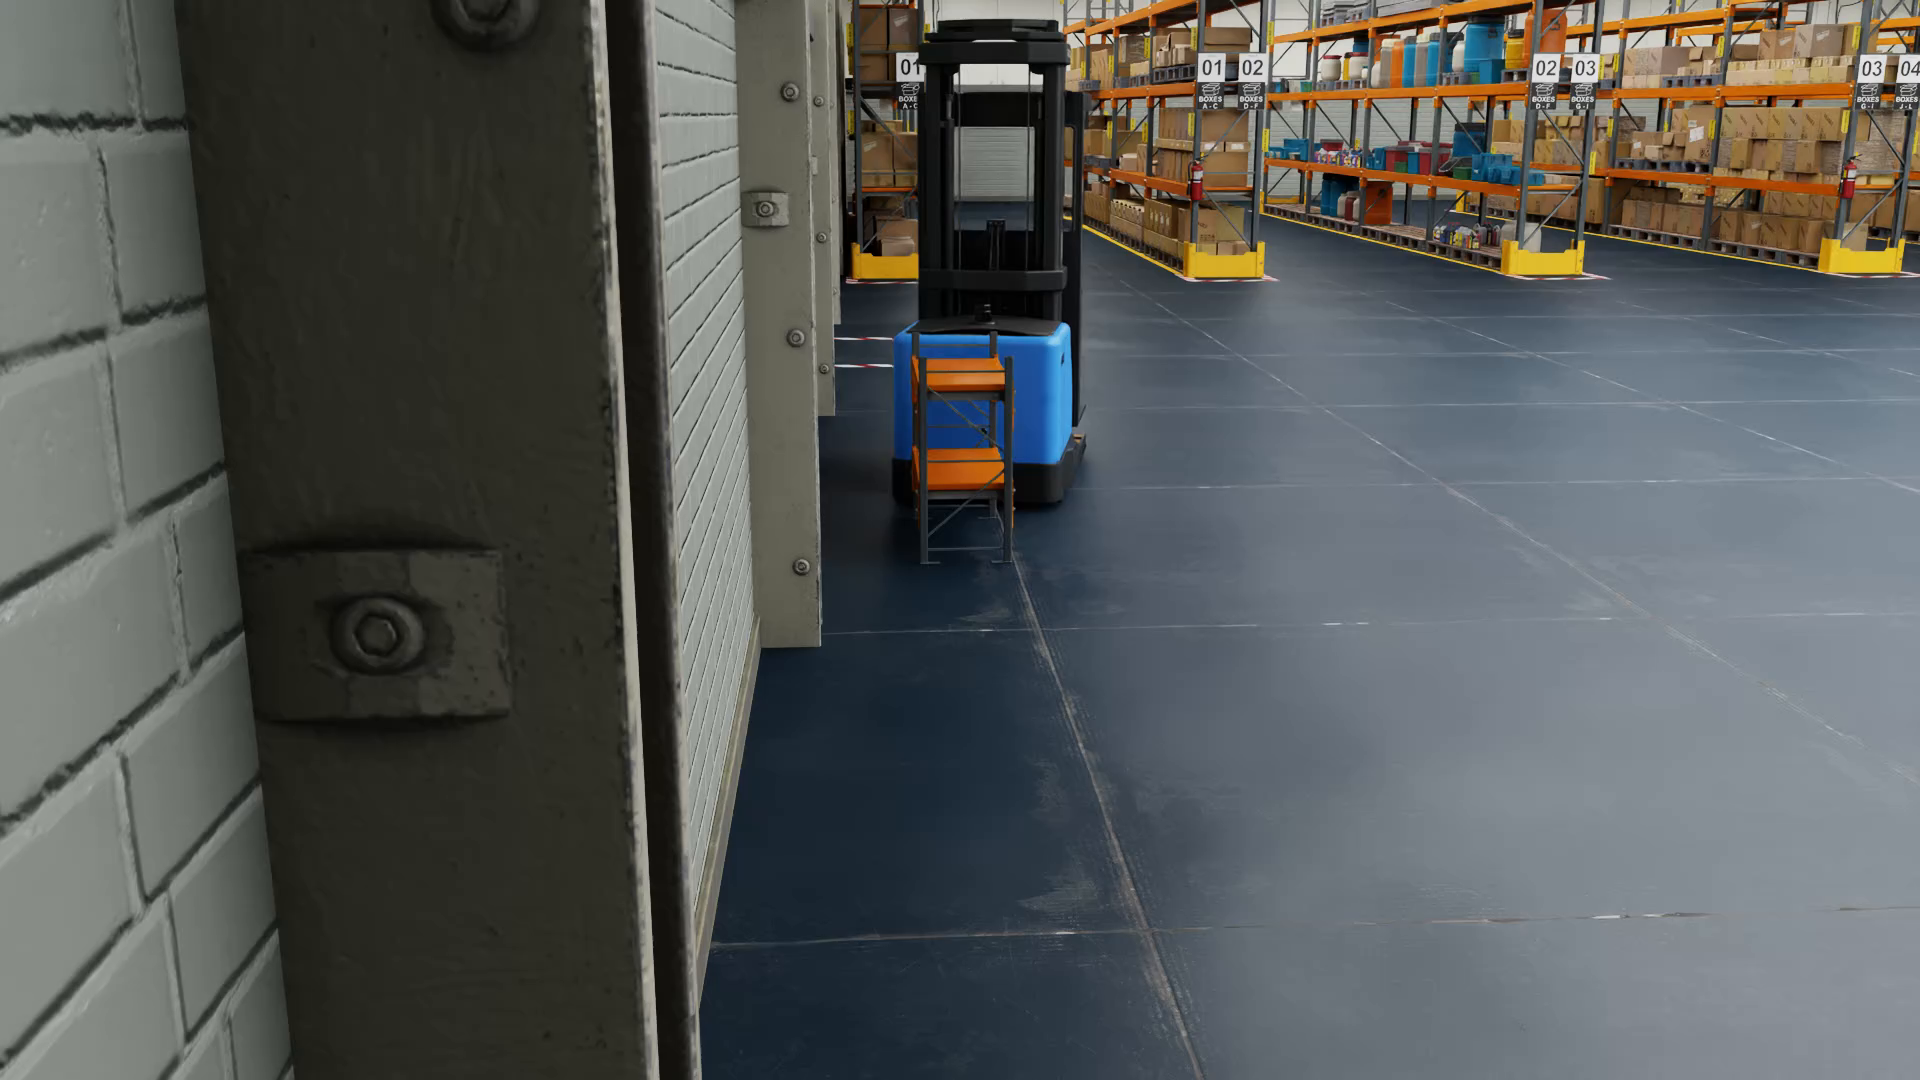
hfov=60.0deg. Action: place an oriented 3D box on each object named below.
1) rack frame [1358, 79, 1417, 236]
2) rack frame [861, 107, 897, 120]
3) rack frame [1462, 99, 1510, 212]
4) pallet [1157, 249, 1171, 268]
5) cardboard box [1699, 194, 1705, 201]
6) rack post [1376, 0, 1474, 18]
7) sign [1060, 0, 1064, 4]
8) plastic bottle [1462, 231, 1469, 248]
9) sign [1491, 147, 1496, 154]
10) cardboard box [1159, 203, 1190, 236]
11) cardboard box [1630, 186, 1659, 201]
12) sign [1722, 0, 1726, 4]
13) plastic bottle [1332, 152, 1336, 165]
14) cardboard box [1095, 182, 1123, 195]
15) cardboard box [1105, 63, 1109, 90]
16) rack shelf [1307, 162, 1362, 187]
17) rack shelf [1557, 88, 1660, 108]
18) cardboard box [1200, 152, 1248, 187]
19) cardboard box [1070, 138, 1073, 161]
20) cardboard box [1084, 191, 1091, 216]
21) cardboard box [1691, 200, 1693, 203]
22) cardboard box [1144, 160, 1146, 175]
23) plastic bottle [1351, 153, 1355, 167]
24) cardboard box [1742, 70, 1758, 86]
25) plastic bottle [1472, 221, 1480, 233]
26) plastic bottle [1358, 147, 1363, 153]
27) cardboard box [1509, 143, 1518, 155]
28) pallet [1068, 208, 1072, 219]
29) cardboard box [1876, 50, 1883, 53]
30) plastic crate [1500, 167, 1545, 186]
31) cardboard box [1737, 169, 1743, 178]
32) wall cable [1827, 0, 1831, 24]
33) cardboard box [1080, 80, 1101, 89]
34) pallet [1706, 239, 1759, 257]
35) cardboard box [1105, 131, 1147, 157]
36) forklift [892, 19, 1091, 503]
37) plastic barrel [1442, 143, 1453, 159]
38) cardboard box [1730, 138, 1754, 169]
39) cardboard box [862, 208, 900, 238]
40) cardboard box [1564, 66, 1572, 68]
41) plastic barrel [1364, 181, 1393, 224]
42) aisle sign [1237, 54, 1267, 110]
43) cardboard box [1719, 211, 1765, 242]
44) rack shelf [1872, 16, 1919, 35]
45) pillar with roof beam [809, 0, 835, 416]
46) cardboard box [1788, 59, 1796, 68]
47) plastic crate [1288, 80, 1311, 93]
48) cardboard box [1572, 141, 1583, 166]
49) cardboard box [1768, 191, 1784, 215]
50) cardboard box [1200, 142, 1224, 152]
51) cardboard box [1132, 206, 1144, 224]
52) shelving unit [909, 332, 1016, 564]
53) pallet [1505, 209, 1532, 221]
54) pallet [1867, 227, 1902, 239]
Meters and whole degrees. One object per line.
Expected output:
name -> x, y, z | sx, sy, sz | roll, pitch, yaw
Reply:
rack frame -> 8.378, -7.469, 32.537 | 1.000, 3.000, 0.127 | -1, 14, -3
rack frame -> -2.005, -9.306, 39.675 | 1.000, 3.000, 0.127 | -1, 14, -3
rack frame -> 12.826, -9.535, 40.567 | 1.000, 3.000, 0.127 | -1, 14, -3
pallet -> 3.768, -4.546, 26.771 | 1.003, 0.211, 1.213 | -1, 14, -3
cardboard box -> 17.700, -8.094, 39.247 | 0.380, 0.149, 0.250 | 0, 14, -1
rack post -> 8.418, -9.965, 29.797 | 1.013, 1.000, 3.121 | -1, 14, -3
sign -> 2.397, -12.771, 39.070 | 0.100, 0.325, 0.005 | -1, 14, -3
plastic bottle -> 8.326, -4.921, 27.217 | 0.152, 0.276, 0.135 | -1, 14, -5
sign -> 9.176, -6.614, 28.659 | 0.100, 0.325, 0.005 | -1, 14, -3
cardboard box -> 3.493, -5.141, 26.657 | 0.500, 0.500, 0.500 | -1, 14, -3
cardboard box -> 13.393, -6.745, 32.352 | 0.500, 0.250, 0.500 | 0, 14, -1
sign -> 18.338, -13.025, 39.897 | 0.100, 0.325, 0.005 | -1, 14, -3
plastic bottle -> 7.830, -7.964, 34.716 | 0.097, 0.271, 0.097 | 0, 14, 0
cardboard box -> 3.067, -7.257, 34.339 | 0.500, 0.250, 0.500 | -1, 14, -4
cardboard box -> 3.342, -9.130, 32.770 | 0.910, 0.500, 0.500 | -1, 14, -3
rack shelf -> 8.254, -7.618, 34.560 | 1.077, 0.370, 4.000 | -1, 14, -3
rack shelf -> 13.198, -9.148, 34.483 | 1.077, 0.370, 4.000 | -1, 14, -3
cardboard box -> 3.914, -5.569, 24.950 | 0.700, 0.500, 0.500 | -1, 14, -3
cardboard box -> 2.798, -8.940, 38.052 | 0.500, 0.500, 0.500 | -1, 14, -3
cardboard box -> 2.973, -7.267, 35.884 | 0.500, 0.500, 0.500 | -2, 15, -6
cardboard box -> 17.633, -8.022, 39.562 | 0.380, 0.149, 0.250 | -1, 14, -3
cardboard box -> 3.444, -6.550, 29.233 | 0.396, 0.266, 0.258 | -1, 14, -5
plastic bottle -> 7.912, -7.636, 33.442 | 0.097, 0.271, 0.097 | 0, 14, 0
cardboard box -> 13.380, -7.684, 27.651 | 0.500, 0.250, 0.500 | -1, 14, -4
plastic bottle -> 8.810, -5.247, 28.332 | 0.144, 0.351, 0.185 | -1, 14, -3
plastic bottle -> 8.525, -8.171, 35.362 | 0.144, 0.351, 0.185 | -1, 14, -3
cardboard box -> 12.750, -8.846, 37.593 | 0.500, 0.250, 0.500 | 0, 14, -2
pallet -> 3.066, -7.513, 38.303 | 1.003, 0.211, 1.213 | -1, 14, -3
cardboard box -> 17.994, -9.566, 32.928 | 0.396, 0.266, 0.258 | -1, 14, -3
plastic crate -> 8.544, -5.528, 25.289 | 0.499, 0.251, 0.616 | -1, 14, -3
cardboard box -> 13.353, -6.185, 28.050 | 0.380, 0.149, 0.250 | -1, 14, -3
wall cable -> 22.834, -14.015, 45.938 | 2.355, 3.000, 0.029 | -1, 14, -3
cardboard box -> 2.891, -9.886, 36.209 | 0.500, 0.250, 0.500 | -1, 14, -3
pallet -> 13.646, -5.034, 28.668 | 1.003, 0.211, 1.213 | -1, 14, -3
cardboard box -> 3.283, -7.801, 32.781 | 0.700, 0.500, 0.500 | -6, 16, -22
forklift -> 0.300, -1.963, 11.275 | 1.130, 2.935, 3.031 | 2, 15, 8
plastic barrel -> 8.786, -6.782, 29.592 | 0.433, 0.535, 0.433 | 0, 14, 0
cardboard box -> 13.531, -6.506, 27.994 | 0.875, 0.500, 0.500 | -1, 14, -3
cardboard box -> -1.406, -5.635, 29.540 | 0.700, 0.500, 0.500 | -1, 14, -5
cardboard box -> 13.052, -9.879, 35.220 | 0.500, 0.311, 0.500 | -1, 14, -5
plastic barrel -> 8.331, -6.743, 33.227 | 0.600, 0.830, 0.708 | -1, 14, -3
aisle sign -> 4.240, -6.652, 24.142 | 0.394, 0.787, 0.004 | -1, 14, -3
cardboard box -> 13.554, -5.444, 28.838 | 0.500, 0.500, 0.500 | -1, 14, -5
rack shelf -> 18.402, -9.463, 30.493 | 1.077, 0.370, 4.000 | -1, 14, -3
pillar with roof beam -> 3.119, -5.475, 12.746 | 9.100, 9.000, 0.400 | -1, 14, -3
cardboard box -> 13.445, -7.586, 26.472 | 0.380, 0.149, 0.250 | -2, 15, -6
plastic crate -> 7.712, -10.298, 37.750 | 0.437, 0.282, 0.530 | -1, 14, -3
cardboard box -> 12.983, -7.966, 34.268 | 0.500, 0.500, 0.500 | -1, 14, -5
cardboard box -> 17.846, -7.265, 35.918 | 0.500, 0.500, 0.500 | 0, 14, -1
cardboard box -> 3.716, -5.859, 24.775 | 0.380, 0.149, 0.250 | -1, 14, -4
cardboard box -> 3.332, -5.768, 29.474 | 0.500, 0.311, 0.500 | 0, 14, -2
shelving unit -> 0.000, -0.546, 9.393 | 0.538, 1.125, 1.048 | -1, 14, -3
pallet -> 13.105, -7.381, 37.788 | 1.003, 0.211, 1.213 | -1, 14, -3
pallet -> 18.252, -6.050, 32.615 | 1.003, 0.211, 1.213 | -1, 14, -3
